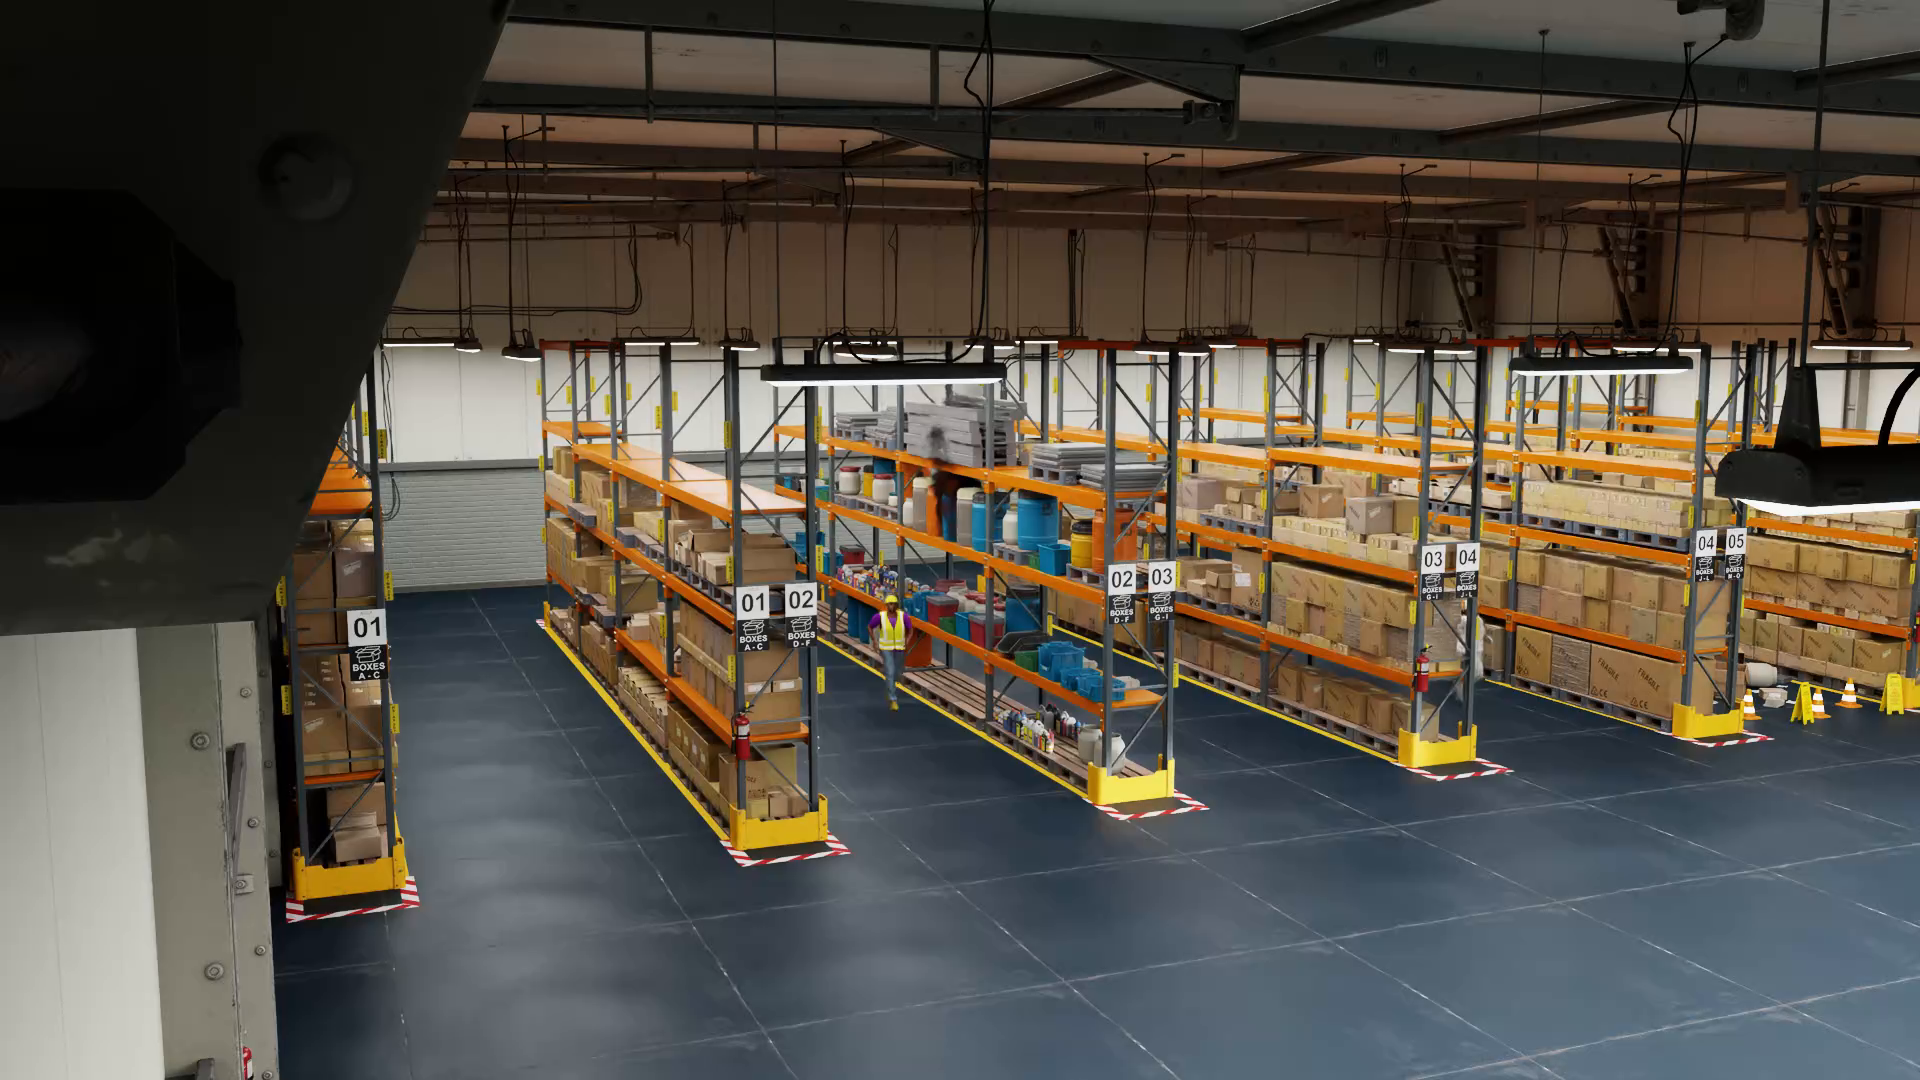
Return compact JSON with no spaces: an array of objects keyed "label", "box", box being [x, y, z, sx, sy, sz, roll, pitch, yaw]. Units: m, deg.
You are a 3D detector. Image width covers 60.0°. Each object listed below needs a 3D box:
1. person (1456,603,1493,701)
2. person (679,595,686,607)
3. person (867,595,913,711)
[{"label":"person","box":[8.544,1.862,27.640,0.665,1.738,0.625,-6,10,-40]},{"label":"person","box":[-5.479,1.094,33.607,0.659,1.771,1.138,-4,8,-28]},{"label":"person","box":[-1.072,1.751,26.365,0.708,1.795,0.859,-3,8,-19]}]
